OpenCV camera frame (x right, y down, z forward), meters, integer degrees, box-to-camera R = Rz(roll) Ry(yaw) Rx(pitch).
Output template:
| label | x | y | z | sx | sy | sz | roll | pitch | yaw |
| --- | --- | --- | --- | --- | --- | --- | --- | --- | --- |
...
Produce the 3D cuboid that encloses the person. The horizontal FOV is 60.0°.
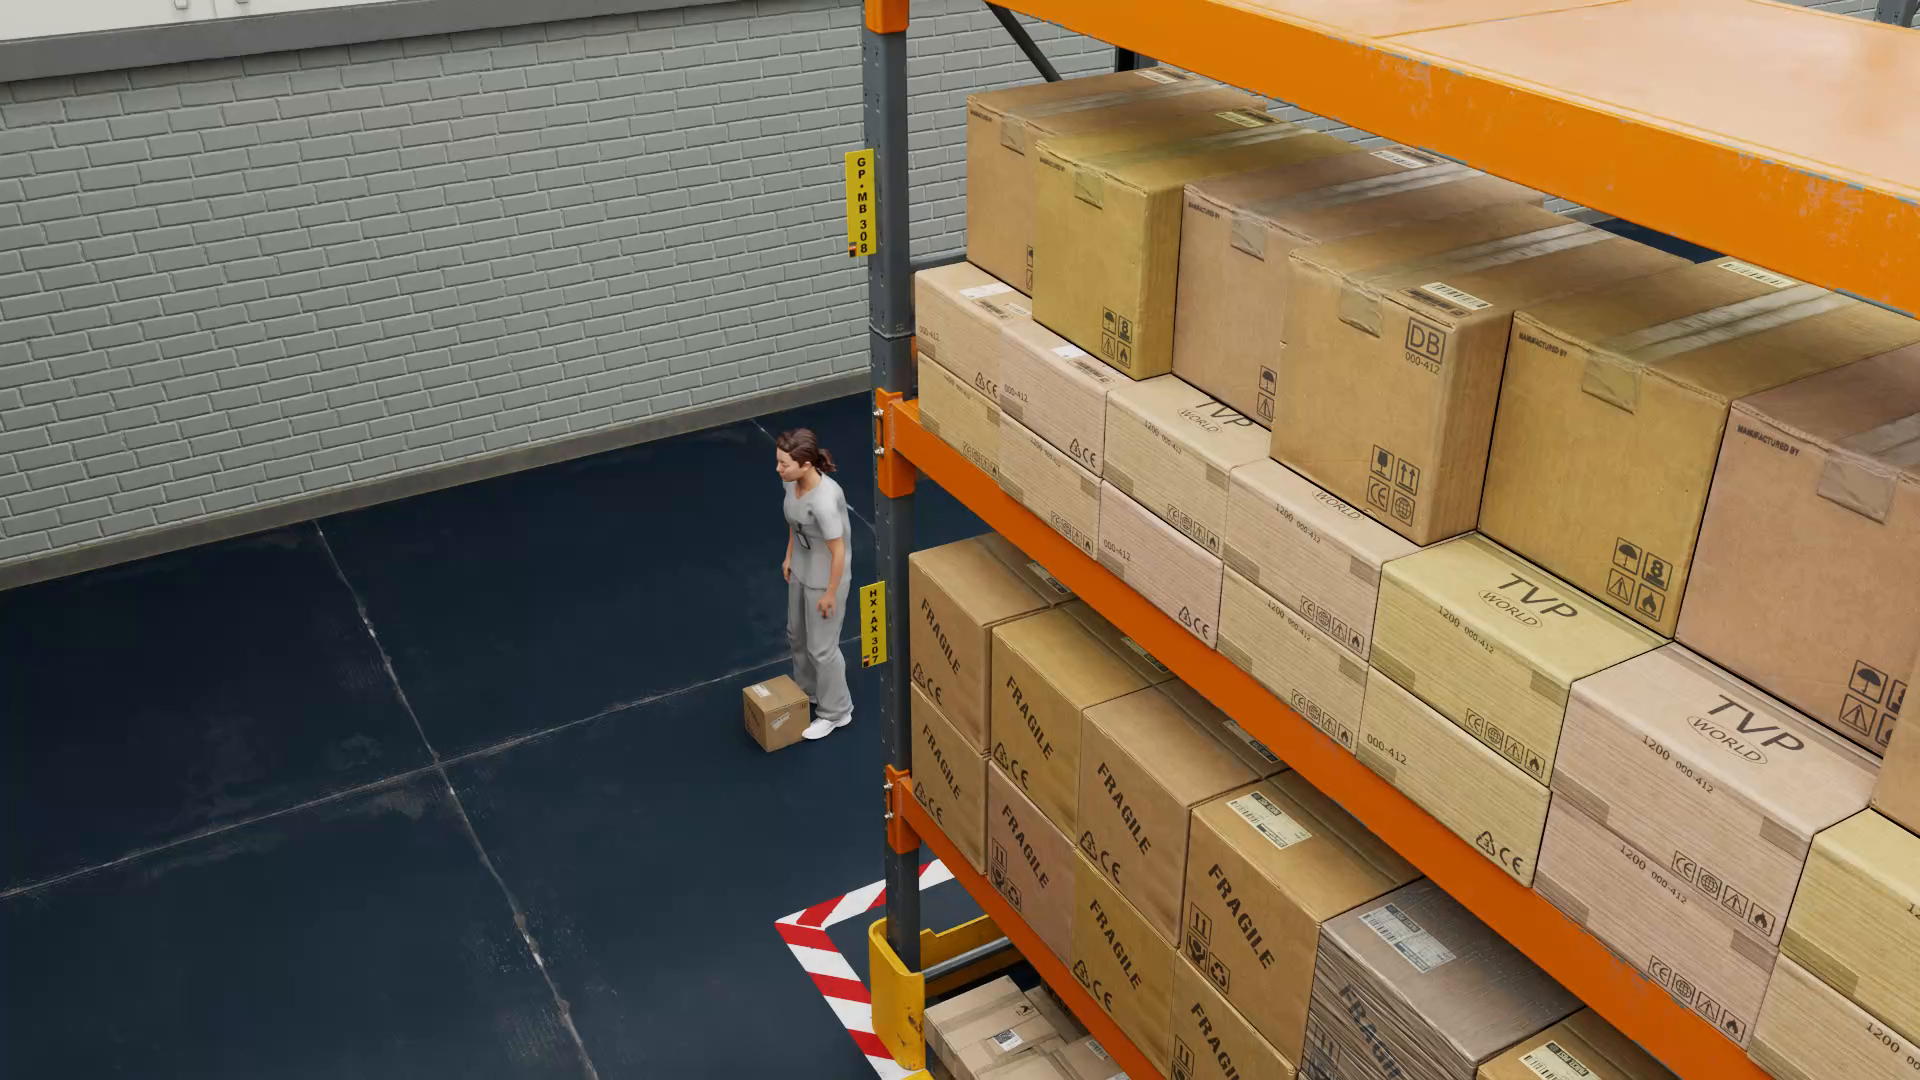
| label | x | y | z | sx | sy | sz | roll | pitch | yaw |
| --- | --- | --- | --- | --- | --- | --- | --- | --- | --- |
| person | -0.723 | 0.191 | 8.215 | 0.352 | 1.673 | 0.494 | -16 | 33 | -27 |
